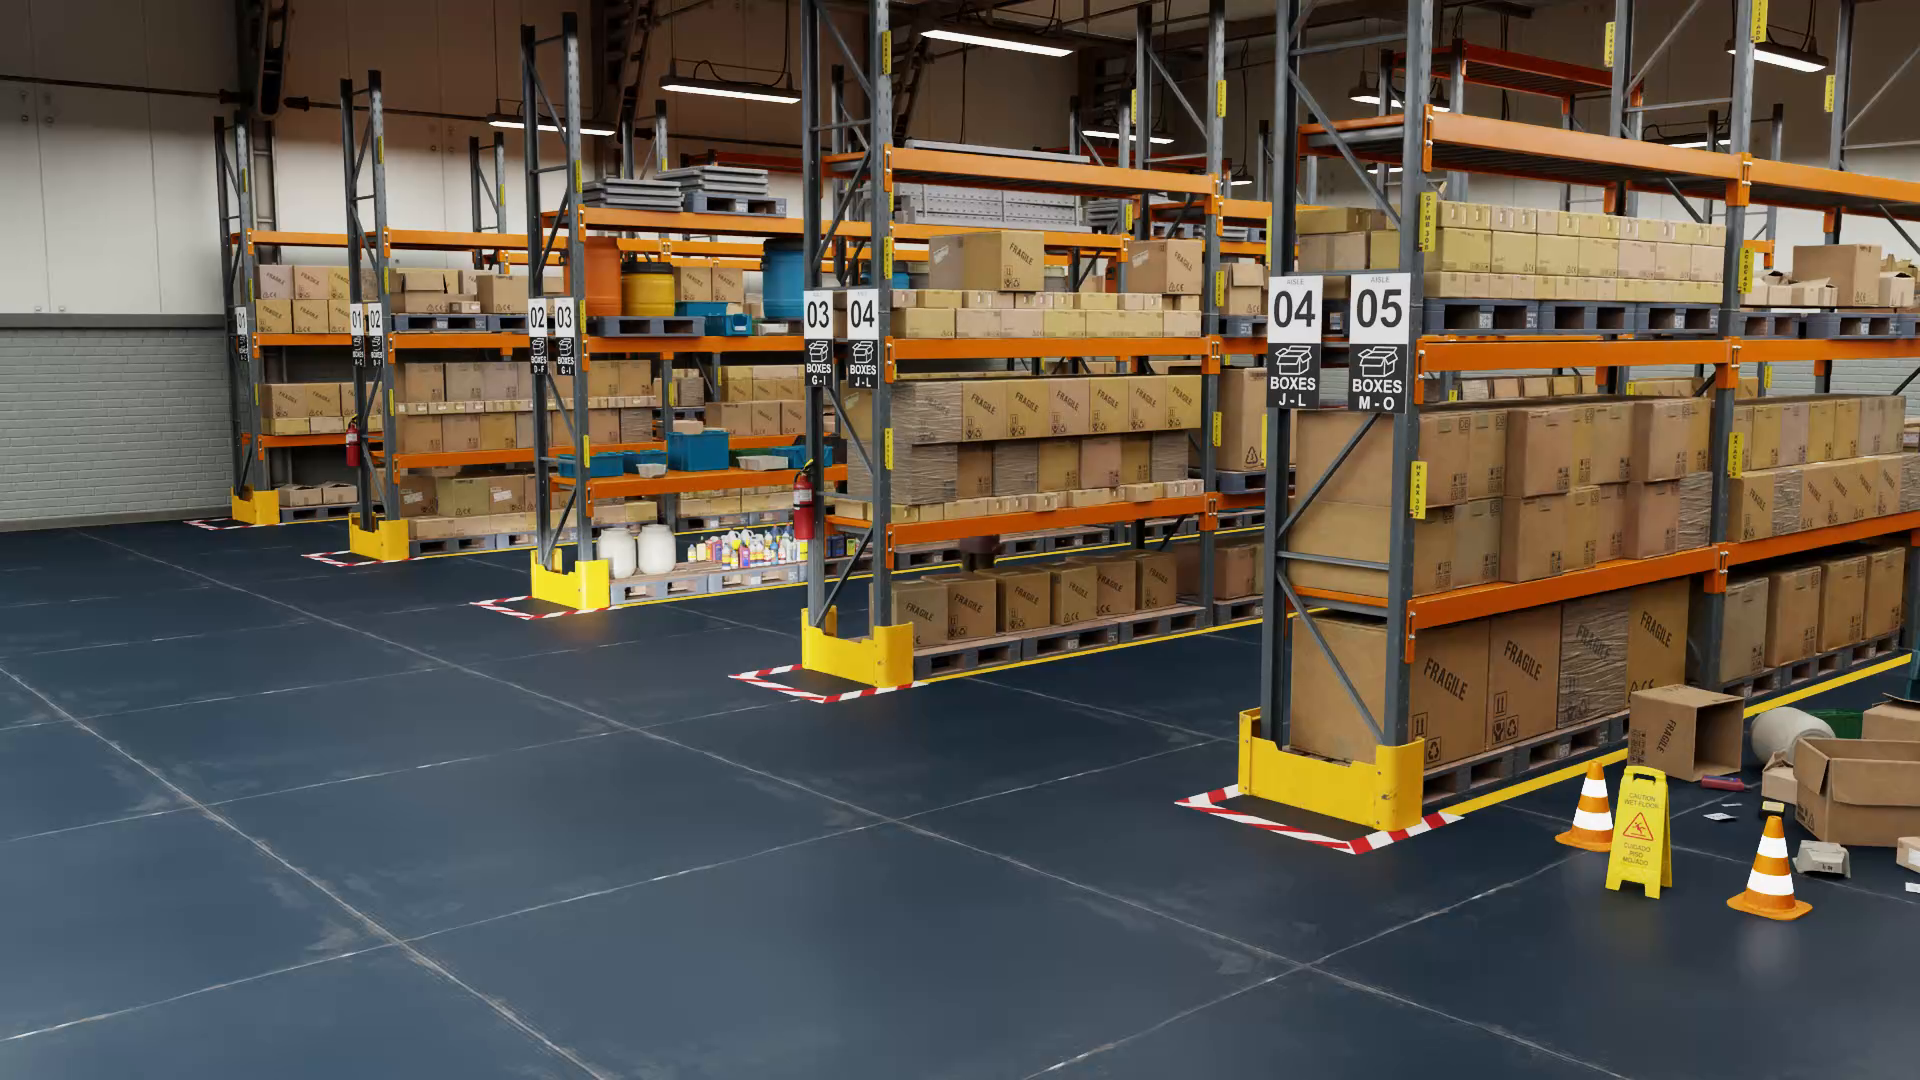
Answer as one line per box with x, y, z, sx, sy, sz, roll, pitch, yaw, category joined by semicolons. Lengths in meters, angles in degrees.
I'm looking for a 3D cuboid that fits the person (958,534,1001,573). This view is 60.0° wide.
0.189;-0.086;16.530;0.388;1.786;0.562;-6;9;-38;person
